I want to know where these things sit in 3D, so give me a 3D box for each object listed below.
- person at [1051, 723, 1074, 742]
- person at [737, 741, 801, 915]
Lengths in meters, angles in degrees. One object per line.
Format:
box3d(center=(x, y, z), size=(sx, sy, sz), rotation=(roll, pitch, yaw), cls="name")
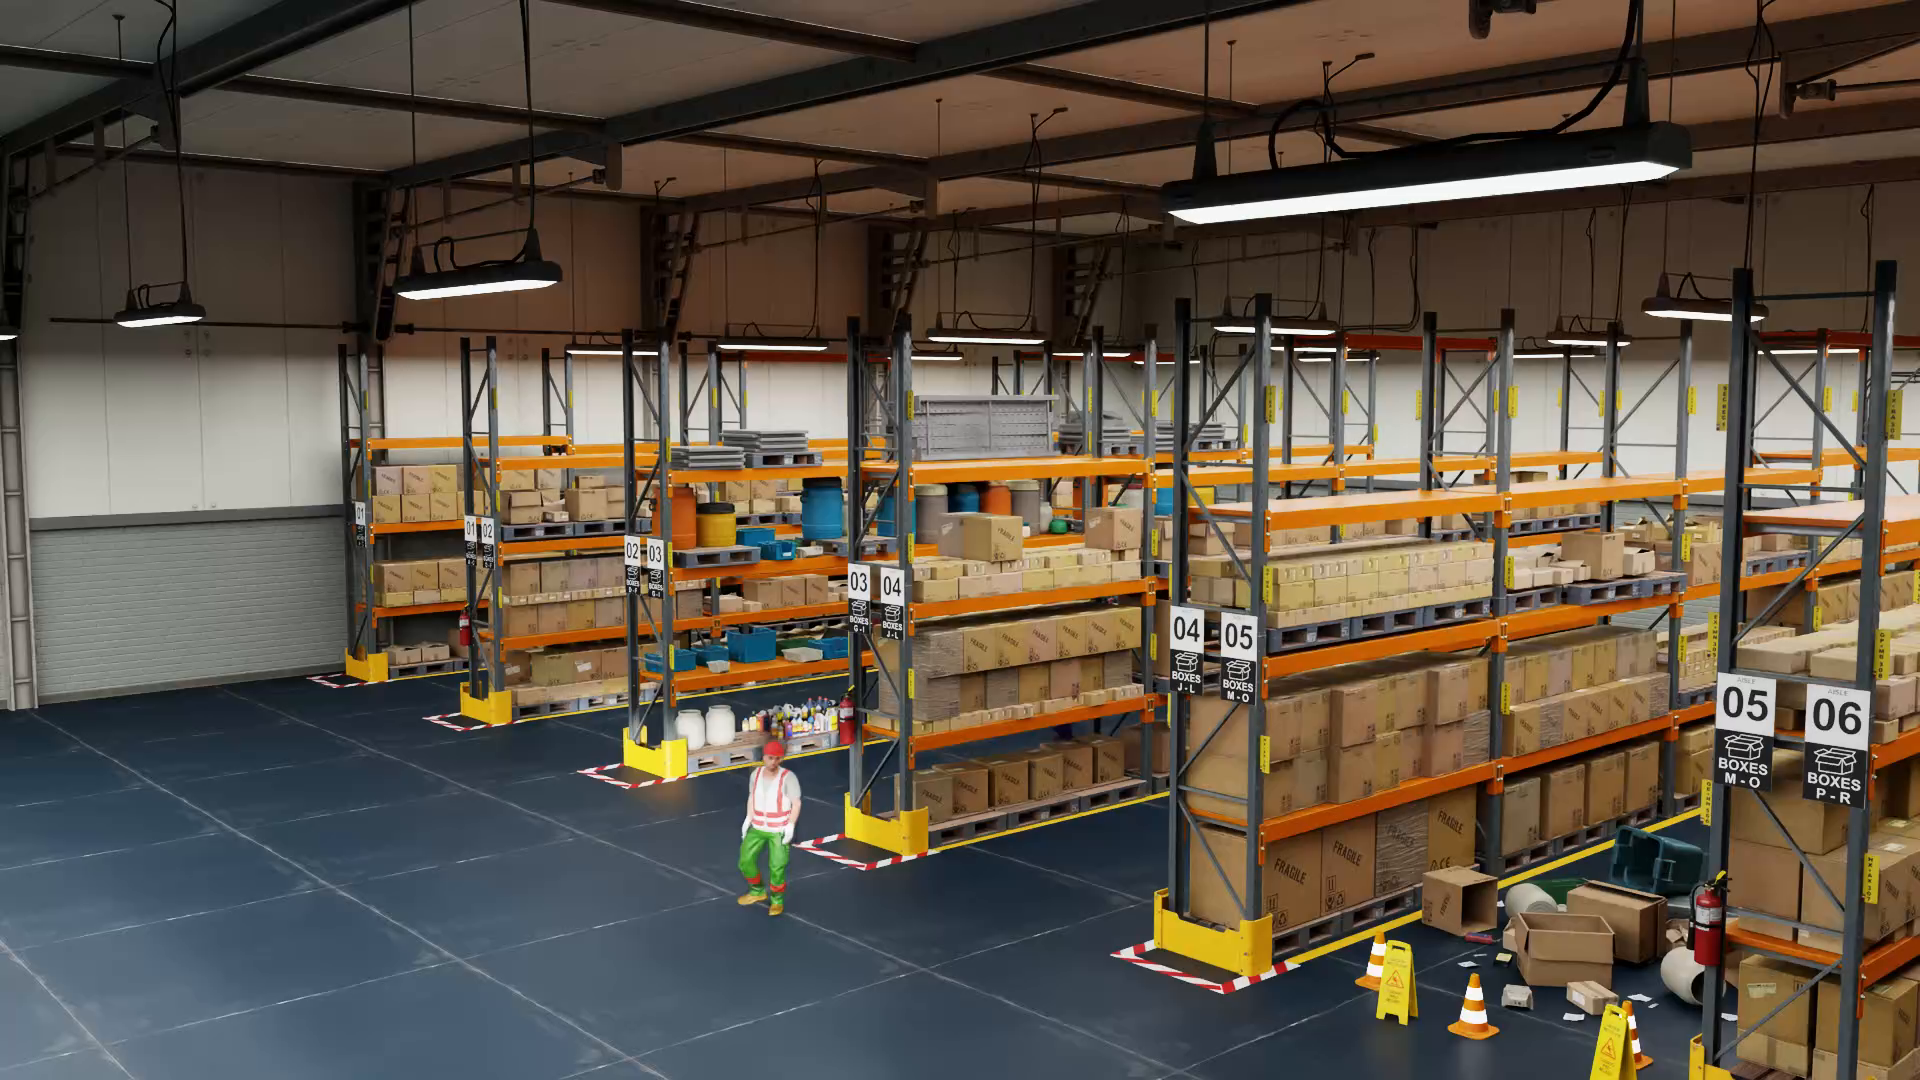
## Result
box3d(center=(1.403, 2.235, 23.933), size=(0.587, 1.589, 0.623), rotation=(-3, 6, -26), cls="person")
box3d(center=(-1.912, 2.828, 16.317), size=(0.771, 1.754, 0.573), rotation=(2, 5, 19), cls="person")
